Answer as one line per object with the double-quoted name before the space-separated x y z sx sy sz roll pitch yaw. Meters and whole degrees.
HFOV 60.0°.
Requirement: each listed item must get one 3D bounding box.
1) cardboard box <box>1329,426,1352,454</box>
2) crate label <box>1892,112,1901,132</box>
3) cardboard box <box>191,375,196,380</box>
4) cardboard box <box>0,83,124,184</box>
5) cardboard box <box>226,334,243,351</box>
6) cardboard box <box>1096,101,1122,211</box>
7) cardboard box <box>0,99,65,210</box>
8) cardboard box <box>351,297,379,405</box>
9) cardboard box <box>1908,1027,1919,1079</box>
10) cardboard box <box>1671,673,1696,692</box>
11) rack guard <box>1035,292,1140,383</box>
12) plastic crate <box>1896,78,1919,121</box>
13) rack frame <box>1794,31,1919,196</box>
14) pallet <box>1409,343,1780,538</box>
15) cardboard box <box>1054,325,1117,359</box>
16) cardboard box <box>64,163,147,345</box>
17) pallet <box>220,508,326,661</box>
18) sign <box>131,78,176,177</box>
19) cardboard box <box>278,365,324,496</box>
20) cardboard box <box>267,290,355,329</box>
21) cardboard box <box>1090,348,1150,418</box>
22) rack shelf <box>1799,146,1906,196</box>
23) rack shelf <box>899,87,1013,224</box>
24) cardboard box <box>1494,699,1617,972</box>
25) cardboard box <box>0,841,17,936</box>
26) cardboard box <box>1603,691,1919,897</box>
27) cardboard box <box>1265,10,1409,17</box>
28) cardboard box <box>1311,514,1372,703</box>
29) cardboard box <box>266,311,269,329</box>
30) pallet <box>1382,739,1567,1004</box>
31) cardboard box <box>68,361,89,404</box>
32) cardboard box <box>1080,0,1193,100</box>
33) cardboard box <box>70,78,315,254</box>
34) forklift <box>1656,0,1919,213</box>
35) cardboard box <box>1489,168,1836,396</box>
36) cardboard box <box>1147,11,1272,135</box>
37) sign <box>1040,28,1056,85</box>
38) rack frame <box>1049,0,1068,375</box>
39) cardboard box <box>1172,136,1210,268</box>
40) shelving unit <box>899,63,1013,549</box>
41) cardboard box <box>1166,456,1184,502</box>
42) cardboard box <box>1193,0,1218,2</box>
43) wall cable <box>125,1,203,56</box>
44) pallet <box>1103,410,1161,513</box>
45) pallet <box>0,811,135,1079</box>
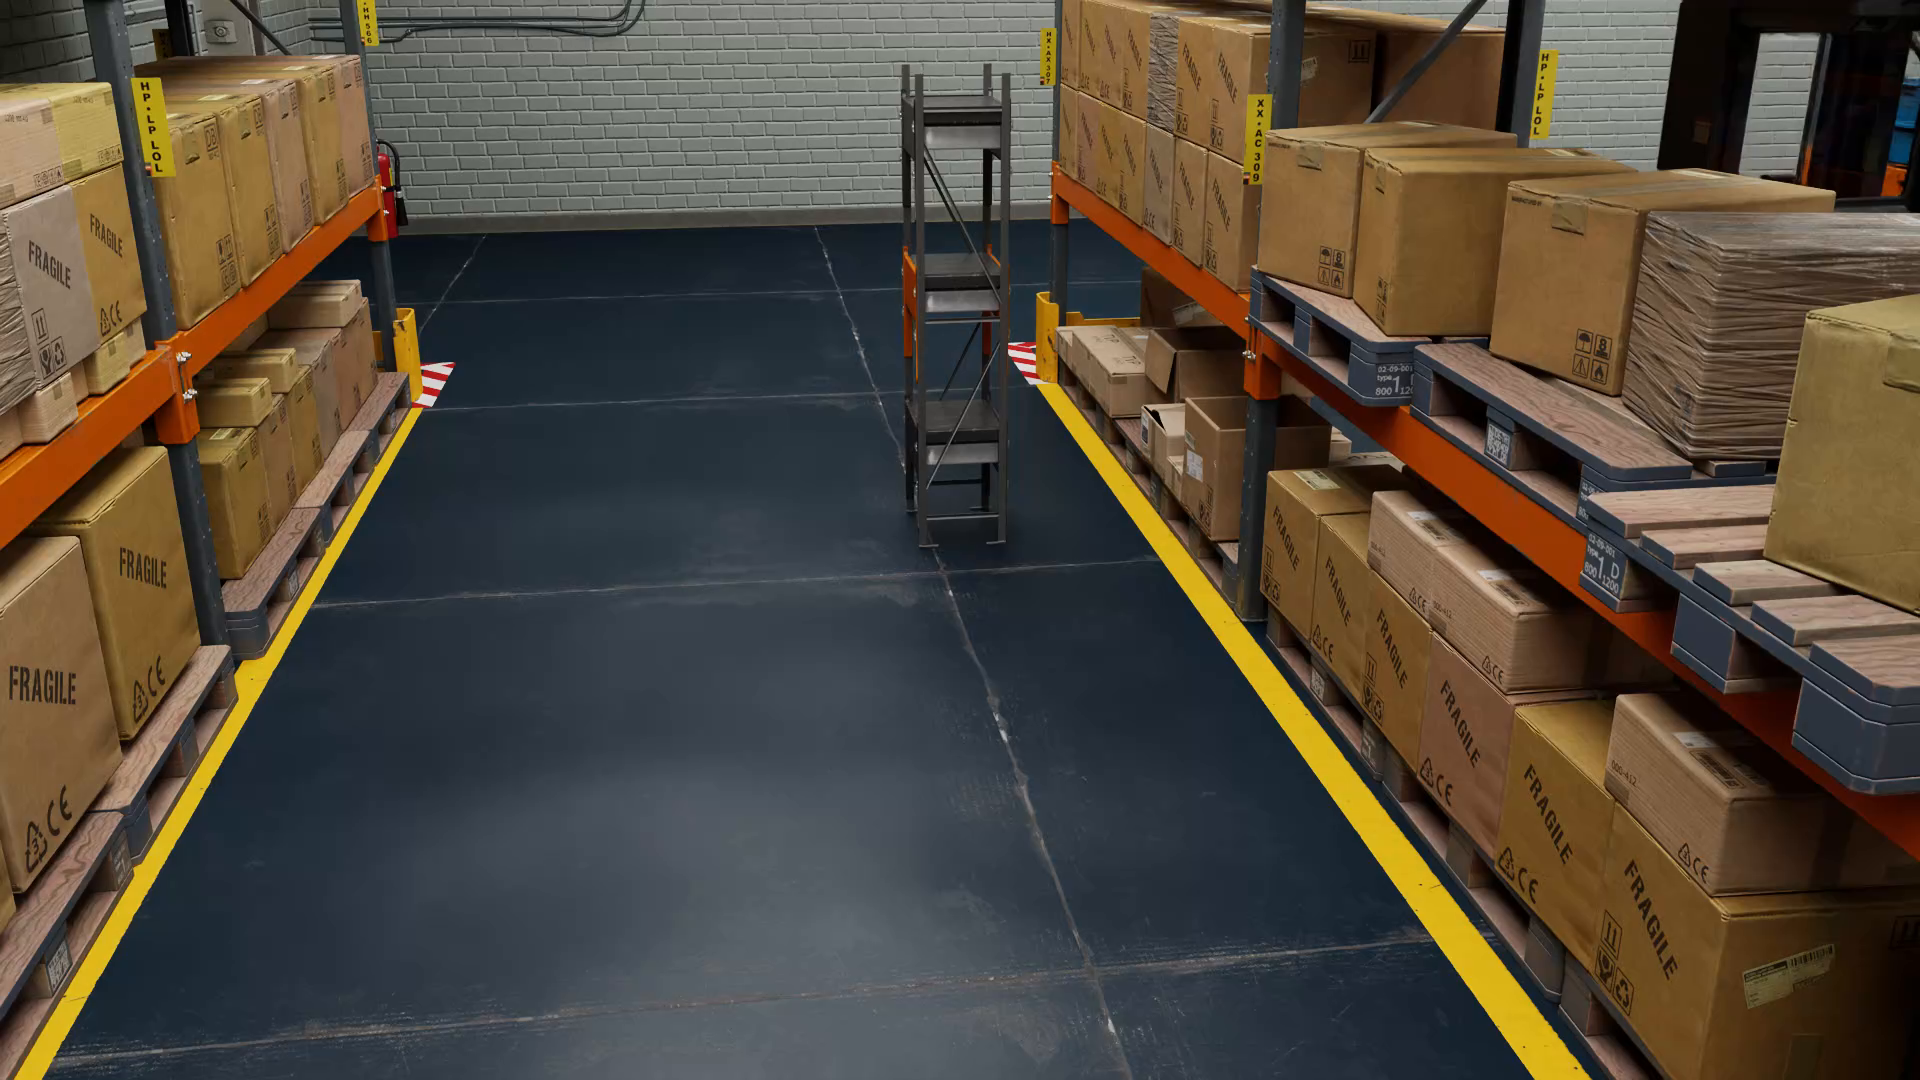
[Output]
"cardboard box" 1.660 -0.441 8.029 0.380 0.166 0.250 -3 21 -8
"crate label" 5.676 -2.588 10.510 0.416 0.233 0.303 -3 21 -8
"cardboard box" -3.559 -0.662 7.248 0.380 0.149 0.250 -4 21 -9
"cardboard box" -2.940 -1.253 5.116 0.500 0.250 0.500 -2 21 -6
"cardboard box" -3.669 -0.927 7.956 0.380 0.149 0.250 -3 21 -7
"cardboard box" 1.016 -2.019 8.692 0.500 0.500 0.500 -3 21 -8
"cardboard box" -2.876 -1.076 4.641 0.500 0.250 0.500 -2 21 -7
"cardboard box" -3.637 -1.029 9.156 0.700 0.500 0.500 -3 21 -8
"cardboard box" 2.434 1.071 3.504 0.500 0.500 0.500 -2 21 -5
"cardboard box" 2.206 0.536 4.938 0.500 0.500 0.500 -4 21 -10
"rack guard" 1.075 -1.294 10.466 1.175 0.500 0.348 -3 21 -8
"plastic crate" 6.199 -2.678 10.463 0.616 0.435 0.499 -3 21 -8
"rack frame" 5.966 -2.740 10.765 1.000 3.000 0.127 -3 21 -8
"pallet" 1.932 -0.305 4.519 1.003 0.211 1.213 -3 21 -8
"cardboard box" 0.784 -1.200 10.087 0.380 0.149 0.250 -3 21 -8
"cardboard box" -2.945 -0.904 5.252 0.500 0.500 0.500 -3 21 -9
"pallet" -3.293 0.184 6.923 1.003 0.211 1.213 -3 21 -8
"sign" -2.725 -1.391 5.613 0.100 0.325 0.005 -3 21 -8
"cardboard box" -3.408 -0.497 7.732 0.700 0.500 0.500 -2 21 -6
"cardboard box" -3.401 -1.209 8.711 0.380 0.149 0.250 -2 21 -6
"cardboard box" 1.006 -0.861 9.034 0.500 0.250 0.500 -3 21 -8
"rack shelf" 6.255 -1.710 9.037 1.077 0.370 4.000 -3 21 -8
"rack shelf" -0.024 -1.684 7.262 0.431 0.518 0.480 -3 21 -8
"cardboard box" 1.776 0.752 4.359 0.500 0.500 0.500 -4 21 -10
"cardboard box" -2.780 0.775 3.826 0.750 0.750 0.750 -3 21 -8
"cardboard box" 1.838 0.561 3.800 0.500 0.250 0.500 -2 21 -6
"cardboard box" 1.703 -2.156 7.629 0.500 0.500 0.500 -4 21 -9
"cardboard box" 1.557 0.222 5.778 0.500 0.500 0.500 -3 21 -7
"cardboard box" -3.780 -1.190 8.662 0.380 0.149 0.250 -3 21 -8
"pallet" 1.974 0.903 4.997 1.003 0.211 1.213 -3 21 -8
"cardboard box" -2.879 -0.466 5.008 0.380 0.149 0.250 -2 21 -6
"cardboard box" 0.950 -2.659 8.977 0.500 0.500 0.500 -3 21 -7
"cardboard box" -3.537 -1.689 7.522 0.980 0.700 0.700 -4 21 -10
"forklift" 3.518 -1.150 6.605 1.130 2.935 3.031 -4 21 -11
"cardboard box" 1.956 -0.741 4.671 0.700 0.500 0.500 -8 22 -21
"cardboard box" 1.163 -2.135 7.575 0.500 0.500 0.500 -3 21 -7
"sign" 0.527 -2.870 9.875 0.100 0.325 0.005 -3 21 -8
"rack frame" 1.064 -2.491 10.100 1.000 3.000 0.127 -3 21 -8
"cardboard box" 1.239 -1.492 7.280 0.500 0.500 0.500 -2 21 -6
"shelving unit" -0.024 -1.041 7.502 0.431 2.100 0.503 -3 21 -8
"cardboard box" 1.164 -0.287 7.643 0.380 0.149 0.250 -3 21 -8
"cardboard box" 1.474 -2.692 9.063 0.500 0.500 0.500 -2 21 -6
"wall cable" -4.958 -3.112 10.309 0.084 1.984 1.851 -3 21 -8
"pallet" 1.363 -0.461 8.650 1.003 0.211 1.213 -3 21 -8
"pallet" -2.896 1.138 4.369 1.003 0.211 1.213 -3 21 -8
